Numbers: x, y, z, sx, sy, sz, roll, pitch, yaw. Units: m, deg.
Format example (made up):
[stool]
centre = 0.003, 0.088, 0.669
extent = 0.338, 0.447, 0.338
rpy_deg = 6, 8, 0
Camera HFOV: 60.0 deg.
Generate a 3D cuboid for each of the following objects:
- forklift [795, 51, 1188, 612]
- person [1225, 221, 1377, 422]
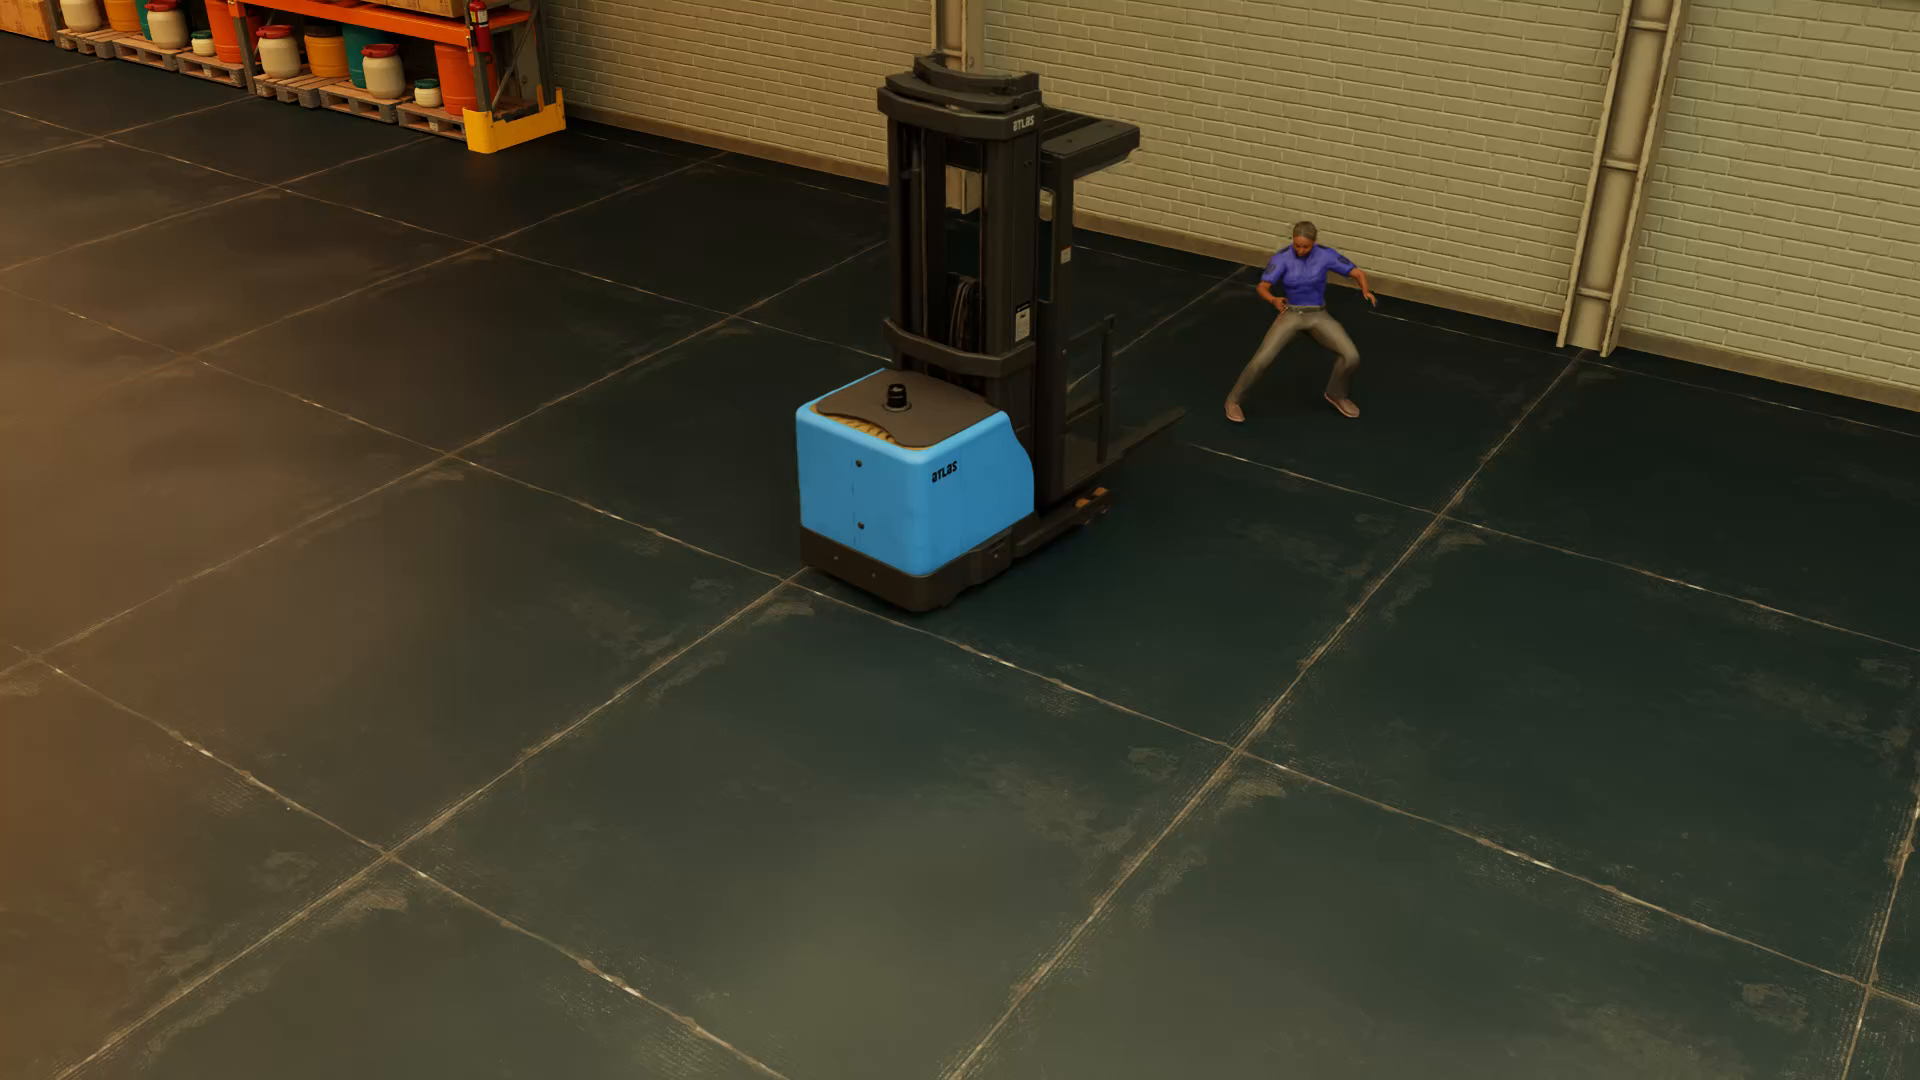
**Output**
[forklift]
centre = 0.357, -1.514, 10.188
extent = 1.130, 2.935, 3.031
rpy_deg = 23, 37, 34
[person]
centre = 2.403, -1.520, 11.692
extent = 0.965, 1.431, 0.689
rpy_deg = 6, 31, 10
